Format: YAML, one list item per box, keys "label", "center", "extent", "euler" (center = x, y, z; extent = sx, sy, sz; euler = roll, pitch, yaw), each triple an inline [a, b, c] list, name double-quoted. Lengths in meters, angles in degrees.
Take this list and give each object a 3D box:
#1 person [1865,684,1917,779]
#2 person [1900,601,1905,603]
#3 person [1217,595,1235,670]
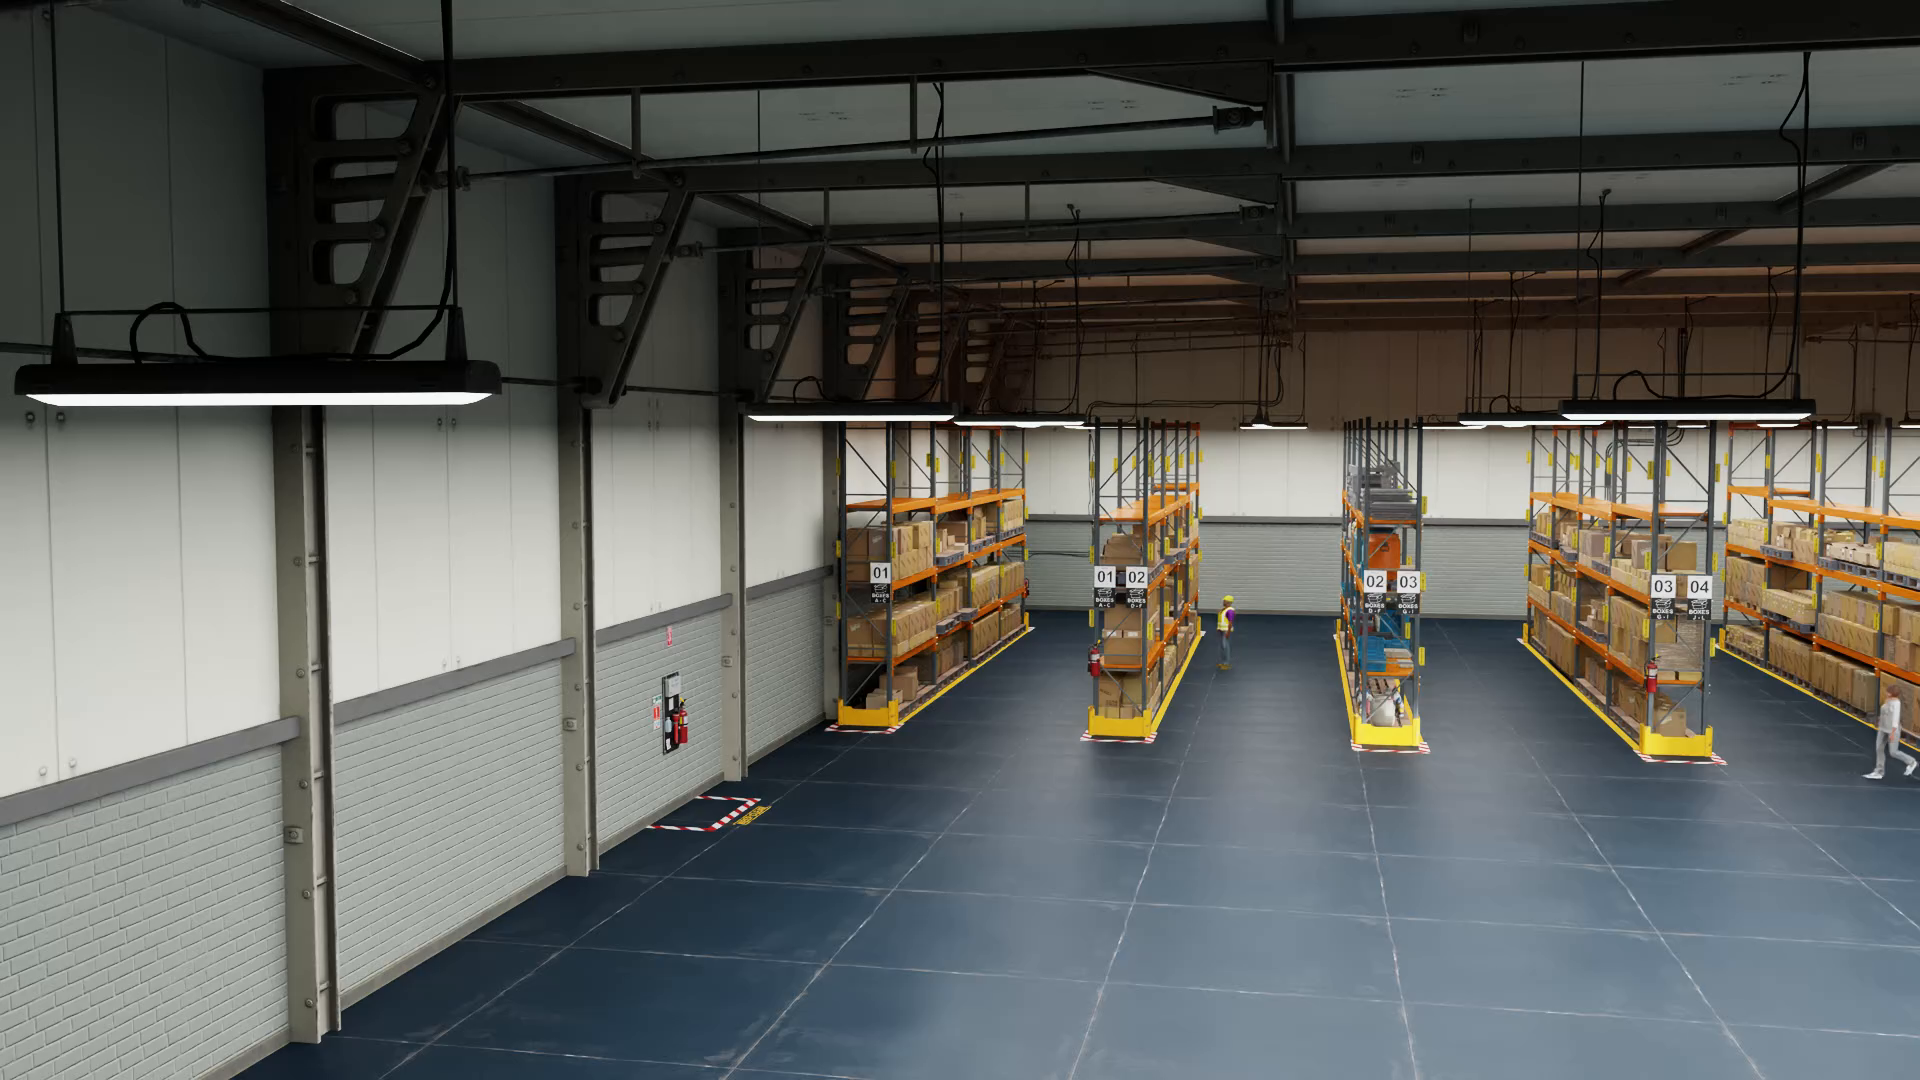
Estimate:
- label: "person"
  center: [15.358, 3.153, 27.367]
  extent: [0.760, 1.575, 0.407]
  euler: [-1, 4, -13]
- label: "person"
  center: [22.663, 2.301, 40.108]
  extent: [0.563, 1.673, 0.739]
  euler: [0, 4, -7]
- label: "person"
  center: [6.406, 2.241, 40.408]
  extent: [0.558, 1.797, 0.590]
  euler: [-2, 4, -26]
